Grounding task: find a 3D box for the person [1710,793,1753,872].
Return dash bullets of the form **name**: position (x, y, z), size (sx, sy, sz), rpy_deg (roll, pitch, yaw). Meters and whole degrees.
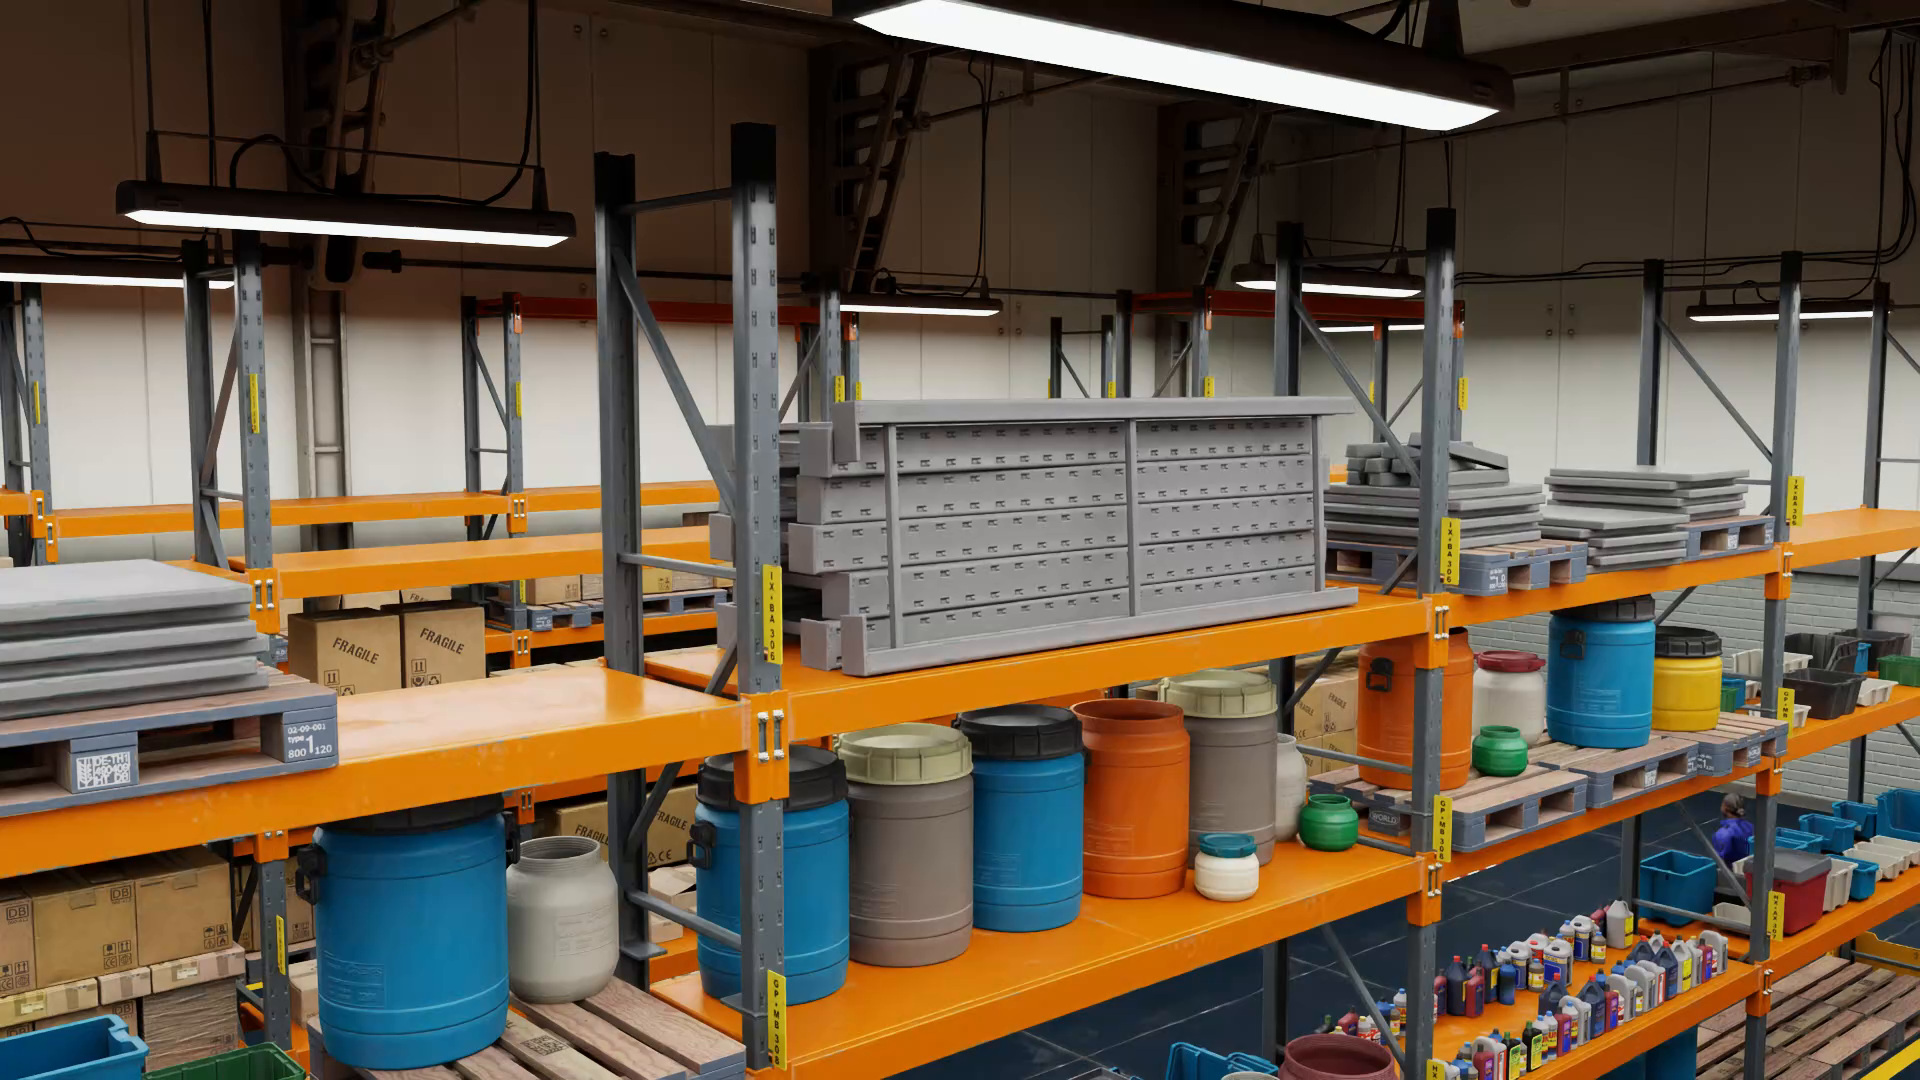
- **person**: position (6.701, 3.044, 14.438), size (0.530, 1.499, 0.920), rpy_deg (-2, 6, -16)
